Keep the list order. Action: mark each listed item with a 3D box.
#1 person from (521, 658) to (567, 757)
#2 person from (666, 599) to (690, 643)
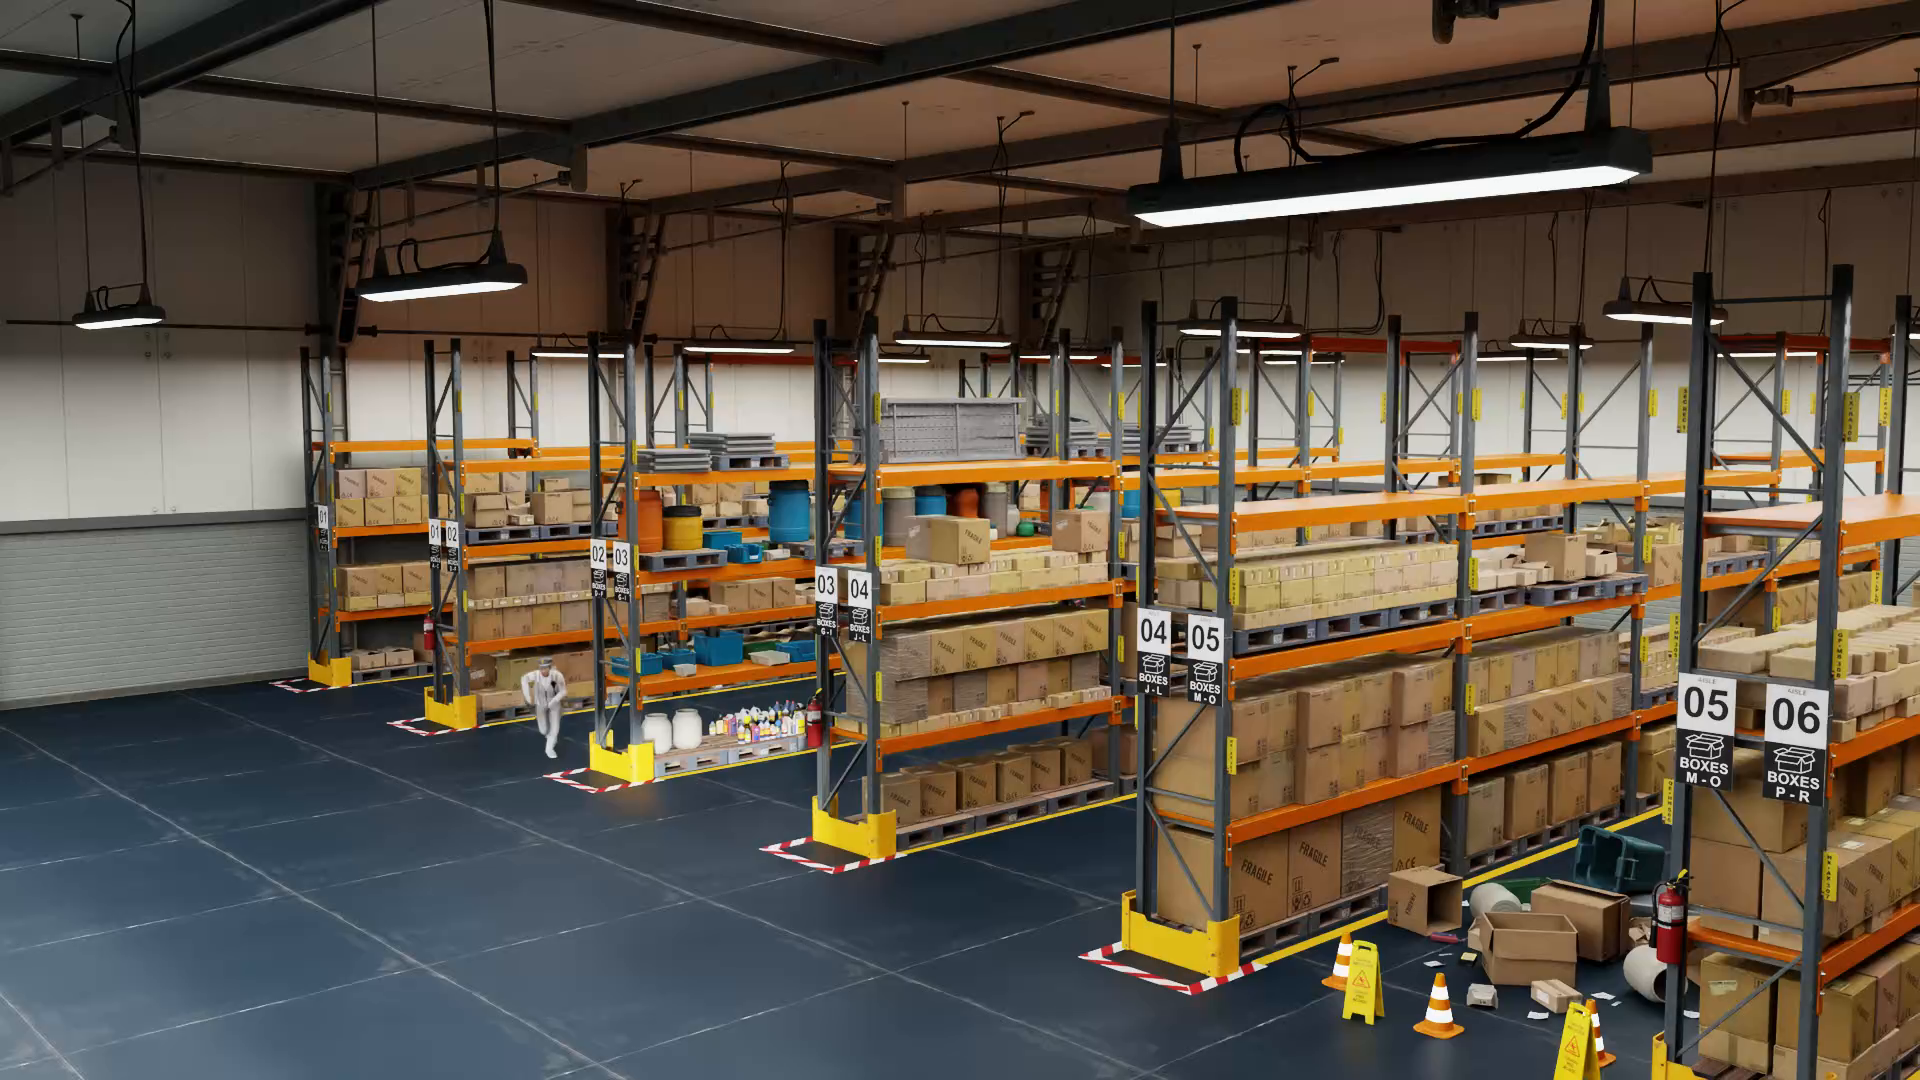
[{"bbox_3d":[-5.877,2.368,23.502,0.638,1.491,0.750,-1,5,-9],"label":"person"},{"bbox_3d":[-5.247,1.701,30.748,0.695,1.581,1.194,3,6,29],"label":"person"}]
